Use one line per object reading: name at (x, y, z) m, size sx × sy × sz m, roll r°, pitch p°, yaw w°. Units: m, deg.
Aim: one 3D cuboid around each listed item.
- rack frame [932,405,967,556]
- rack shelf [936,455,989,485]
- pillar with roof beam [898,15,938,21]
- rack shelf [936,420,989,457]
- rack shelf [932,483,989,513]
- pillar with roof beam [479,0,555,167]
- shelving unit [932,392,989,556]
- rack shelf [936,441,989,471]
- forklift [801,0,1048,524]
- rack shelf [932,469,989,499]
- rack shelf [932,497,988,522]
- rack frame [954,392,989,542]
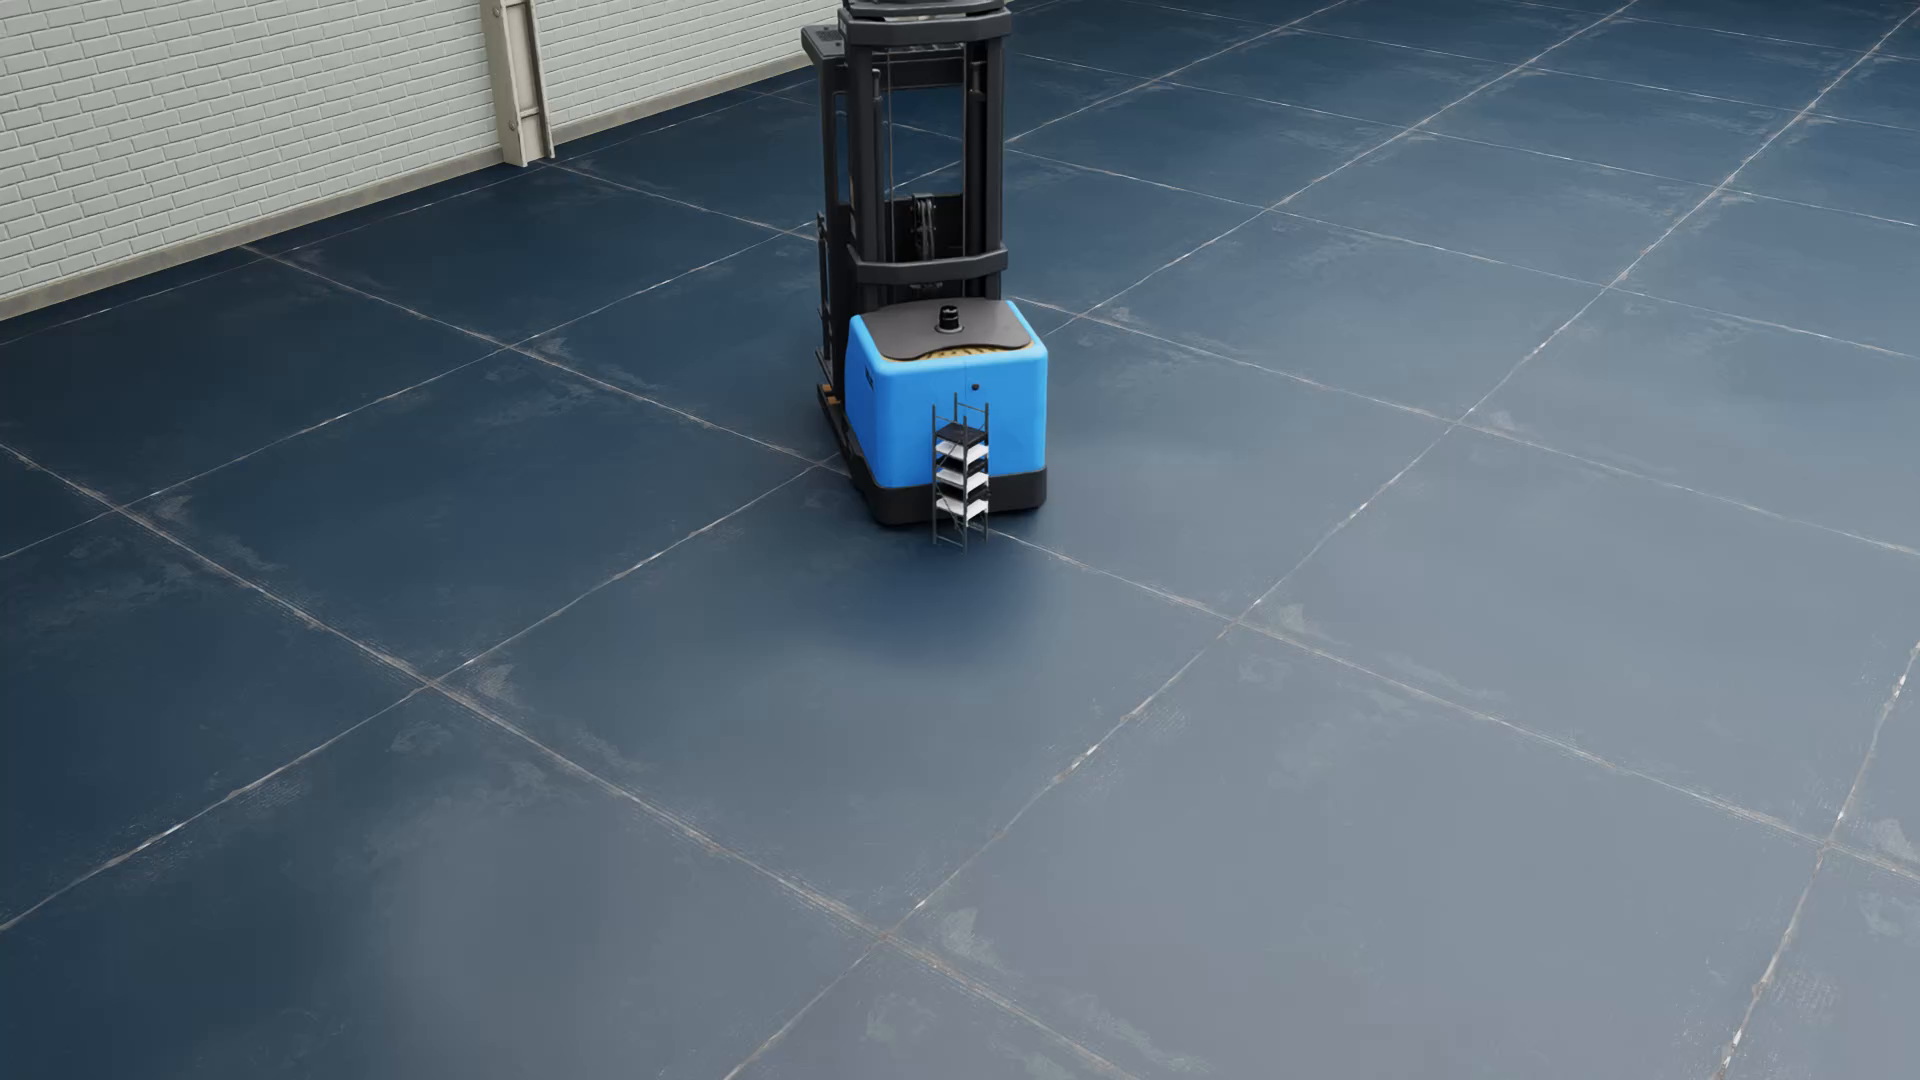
rack frame at (-0.059, -0.329, 9.423) m, size 0.240 × 0.900 × 0.006 m, roll 21°, pitch 37°, yaw 31°
rack shelf at (0.002, -0.419, 9.464) m, size 0.258 × 0.077 × 0.200 m, roll 21°, pitch 37°, yaw 31°
pillar with roof beam at (2.930, -8.629, 15.484) m, size 9.100 × 9.000 × 0.400 m, roll 21°, pitch 37°, yaw 31°
rack shelf at (0.002, -0.574, 9.372) m, size 0.258 × 0.077 × 0.200 m, roll 21°, pitch 37°, yaw 31°
rack shelf at (0.002, -0.265, 9.555) m, size 0.258 × 0.077 × 0.200 m, roll 21°, pitch 37°, yaw 31°
pillar with roof beam at (-0.692, -6.190, 11.369) m, size 9.100 × 9.000 × 0.400 m, roll 21°, pitch 37°, yaw 31°
shelving unit at (0.002, -0.371, 9.492) m, size 0.258 × 0.900 × 0.210 m, roll 21°, pitch 37°, yaw 31°
rack shelf at (0.002, -0.497, 9.418) m, size 0.258 × 0.077 × 0.200 m, roll 21°, pitch 37°, yaw 31°
forklift at (-0.339, -2.092, 10.405) m, size 1.130 × 2.935 × 3.031 m, roll -7°, pitch 31°, yaw -12°
rack shelf at (0.002, -0.342, 9.509) m, size 0.258 × 0.077 × 0.200 m, roll 21°, pitch 37°, yaw 31°
rack shelf at (0.002, -0.187, 9.601) m, size 0.258 × 0.077 × 0.200 m, roll 21°, pitch 37°, yaw 31°
rack frame at (0.063, -0.412, 9.562) m, size 0.240 × 0.900 × 0.006 m, roll 21°, pitch 37°, yaw 31°
